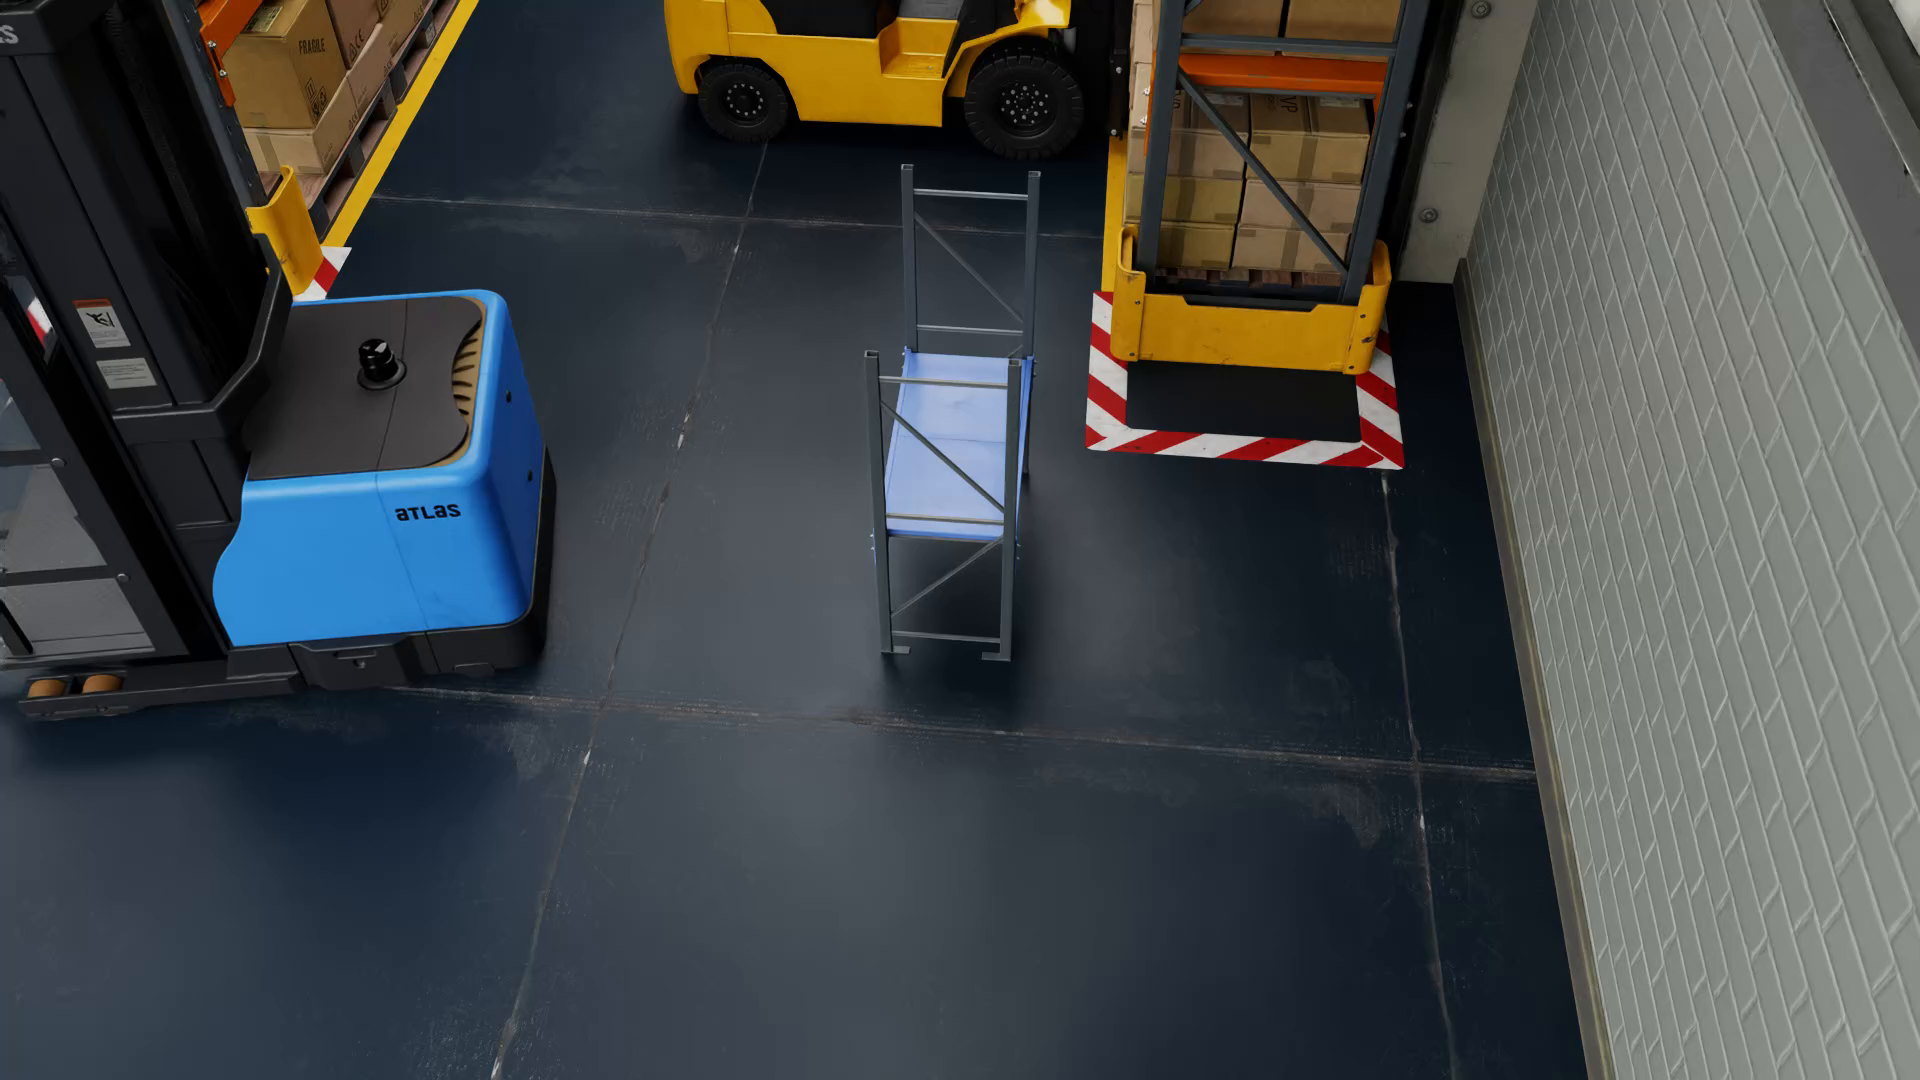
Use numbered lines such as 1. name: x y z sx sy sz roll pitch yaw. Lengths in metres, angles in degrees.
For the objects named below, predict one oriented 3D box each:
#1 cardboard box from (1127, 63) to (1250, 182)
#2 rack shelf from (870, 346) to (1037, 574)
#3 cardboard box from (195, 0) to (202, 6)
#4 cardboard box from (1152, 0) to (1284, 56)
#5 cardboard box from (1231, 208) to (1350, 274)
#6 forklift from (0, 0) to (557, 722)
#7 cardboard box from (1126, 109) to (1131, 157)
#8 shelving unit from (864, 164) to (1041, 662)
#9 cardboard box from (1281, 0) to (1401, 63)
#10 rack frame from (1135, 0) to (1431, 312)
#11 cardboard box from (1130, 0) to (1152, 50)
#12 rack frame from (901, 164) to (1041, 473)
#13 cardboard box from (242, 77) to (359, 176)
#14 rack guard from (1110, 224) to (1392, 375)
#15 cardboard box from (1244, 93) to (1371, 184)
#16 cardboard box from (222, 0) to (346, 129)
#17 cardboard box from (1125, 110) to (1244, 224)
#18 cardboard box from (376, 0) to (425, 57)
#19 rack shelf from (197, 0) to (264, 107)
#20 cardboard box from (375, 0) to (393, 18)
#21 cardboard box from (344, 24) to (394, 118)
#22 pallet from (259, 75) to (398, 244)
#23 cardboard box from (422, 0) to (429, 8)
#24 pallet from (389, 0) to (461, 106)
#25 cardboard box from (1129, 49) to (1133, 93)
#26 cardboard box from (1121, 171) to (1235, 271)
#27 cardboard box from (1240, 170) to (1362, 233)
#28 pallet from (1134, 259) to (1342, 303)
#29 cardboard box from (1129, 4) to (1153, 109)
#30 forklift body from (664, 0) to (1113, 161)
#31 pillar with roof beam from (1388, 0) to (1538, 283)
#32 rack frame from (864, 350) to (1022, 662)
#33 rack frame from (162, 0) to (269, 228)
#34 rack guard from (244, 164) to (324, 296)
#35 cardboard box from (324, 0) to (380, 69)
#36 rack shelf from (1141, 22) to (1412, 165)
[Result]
1. cardboard box: 1.009 -1.844 7.331 0.500 0.250 0.500 5 48 5
2. rack shelf: -0.008 -0.322 6.298 0.538 0.185 1.000 4 48 4
3. cardboard box: -3.428 -2.415 7.122 0.380 0.149 0.250 4 48 4
4. cardboard box: 1.061 -2.346 6.821 0.500 0.500 0.500 3 48 3
5. cardboard box: 1.518 -1.495 7.689 0.500 0.250 0.500 4 48 4
6. forklift: -3.128 -0.733 5.460 3.031 2.935 1.130 -5 48 -4
7. cardboard box: 1.061 -1.878 8.040 0.500 0.250 0.500 4 48 4
8. shelving unit: -0.008 -0.443 6.165 0.538 1.500 1.048 4 48 4
9. cardboard box: 1.600 -2.312 6.790 0.500 0.500 0.500 5 48 5
10. rack frame: 1.278 -1.933 6.511 1.000 3.000 0.127 4 48 4
11. cardboard box: 1.086 -2.591 8.014 0.500 0.250 0.500 4 48 4
12. rack frame: 0.039 -0.817 6.507 0.500 1.500 0.032 4 48 4
13. cardboard box: -3.316 -2.052 8.199 0.500 0.250 0.500 4 48 3
14. rack guard: 1.276 -1.072 7.417 1.175 0.500 0.348 4 48 4
15. cardboard box: 1.510 -1.825 7.313 0.500 0.250 0.500 3 48 3
16. cardboard box: -3.315 -2.323 7.938 0.500 0.500 0.500 2 48 2
17. cardboard box: 1.011 -1.694 7.533 0.500 0.250 0.500 3 48 3
18. cardboard box: -3.225 -2.828 8.909 0.500 0.250 0.500 7 48 6
19. rack shelf: -3.483 -3.491 8.424 1.077 0.370 4.000 4 48 4
20. cardboard box: -3.218 -3.075 8.626 0.500 0.500 0.500 5 48 4
21. cardboard box: -3.262 -2.427 8.541 0.500 0.250 0.500 5 48 5
22. pallet: -3.549 -1.973 8.438 1.003 0.211 1.213 4 48 4
23. cardboard box: -3.177 -3.199 9.248 0.500 0.250 0.500 5 48 4
24. pallet: -3.435 -2.868 9.256 1.003 0.211 1.213 4 48 4
25. cardboard box: 1.094 -2.443 8.217 0.500 0.250 0.500 3 48 3
26. cardboard box: 1.006 -1.513 7.706 0.500 0.250 0.500 4 48 4
27. cardboard box: 1.528 -1.647 7.490 0.500 0.250 0.500 5 48 4
28. pallet: 1.306 -1.557 8.057 1.003 0.211 1.213 4 48 4
29. cardboard box: 1.050 -2.219 7.674 0.500 0.250 0.500 5 48 4
30. forklift body: -0.366 -3.163 8.211 2.313 2.155 1.214 4 48 4
31. pillar with roof beam: -2.048 -4.698 4.975 9.100 9.000 0.400 4 48 4
32. rack frame: -0.054 -0.070 5.824 0.500 1.500 0.032 4 48 4
33. rack frame: -3.665 -2.264 6.814 1.000 3.000 0.127 4 48 4
34. rack guard: -3.658 -1.476 7.787 1.175 0.500 0.348 4 48 4
35. cardboard box: -3.272 -2.707 8.290 0.500 0.500 0.500 2 48 2
36. rack shelf: 1.460 -3.160 8.121 1.077 0.370 4.000 4 48 4
